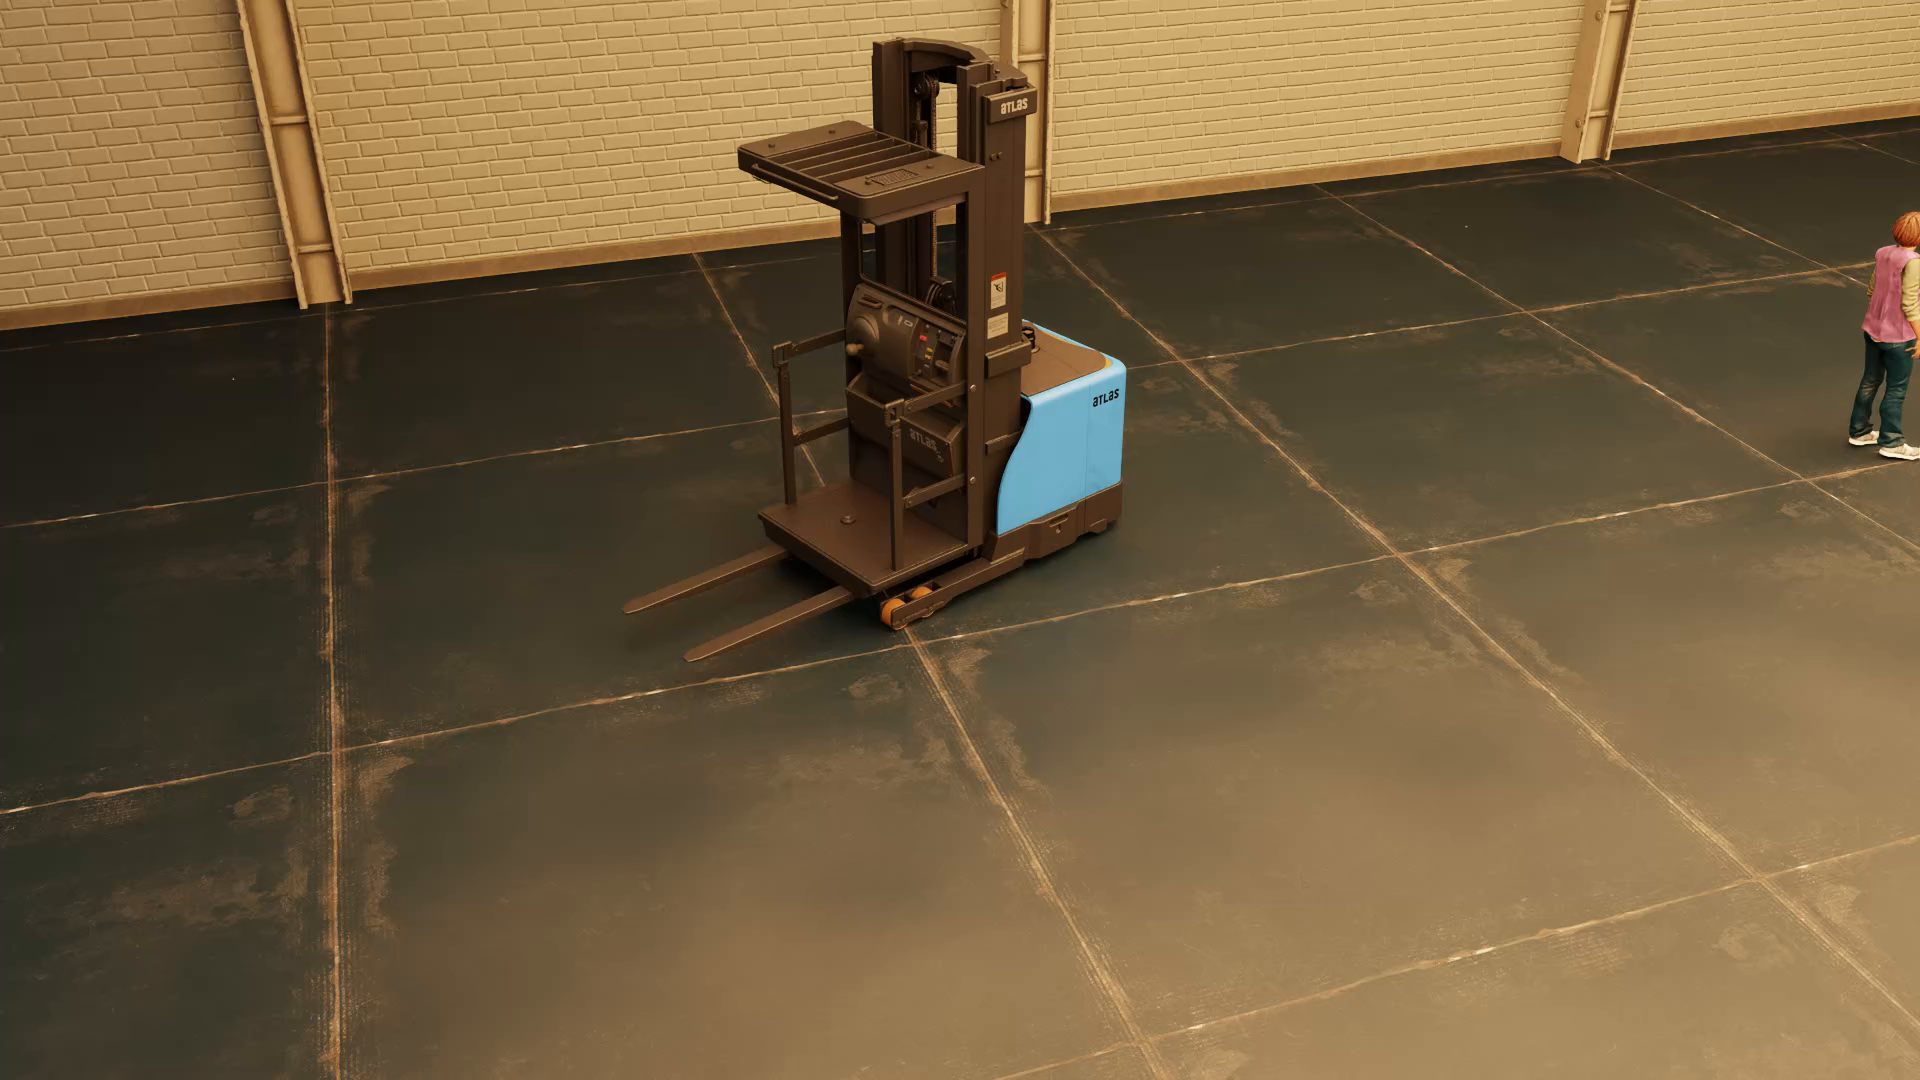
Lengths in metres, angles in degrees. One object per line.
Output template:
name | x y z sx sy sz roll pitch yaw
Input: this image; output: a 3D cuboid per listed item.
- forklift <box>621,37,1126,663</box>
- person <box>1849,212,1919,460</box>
forklift | -0.461 -1.072 8.951 3.031 2.935 1.130 -23 37 -34
person | 6.076 -1.332 10.724 0.473 1.599 0.520 -3 30 -6
